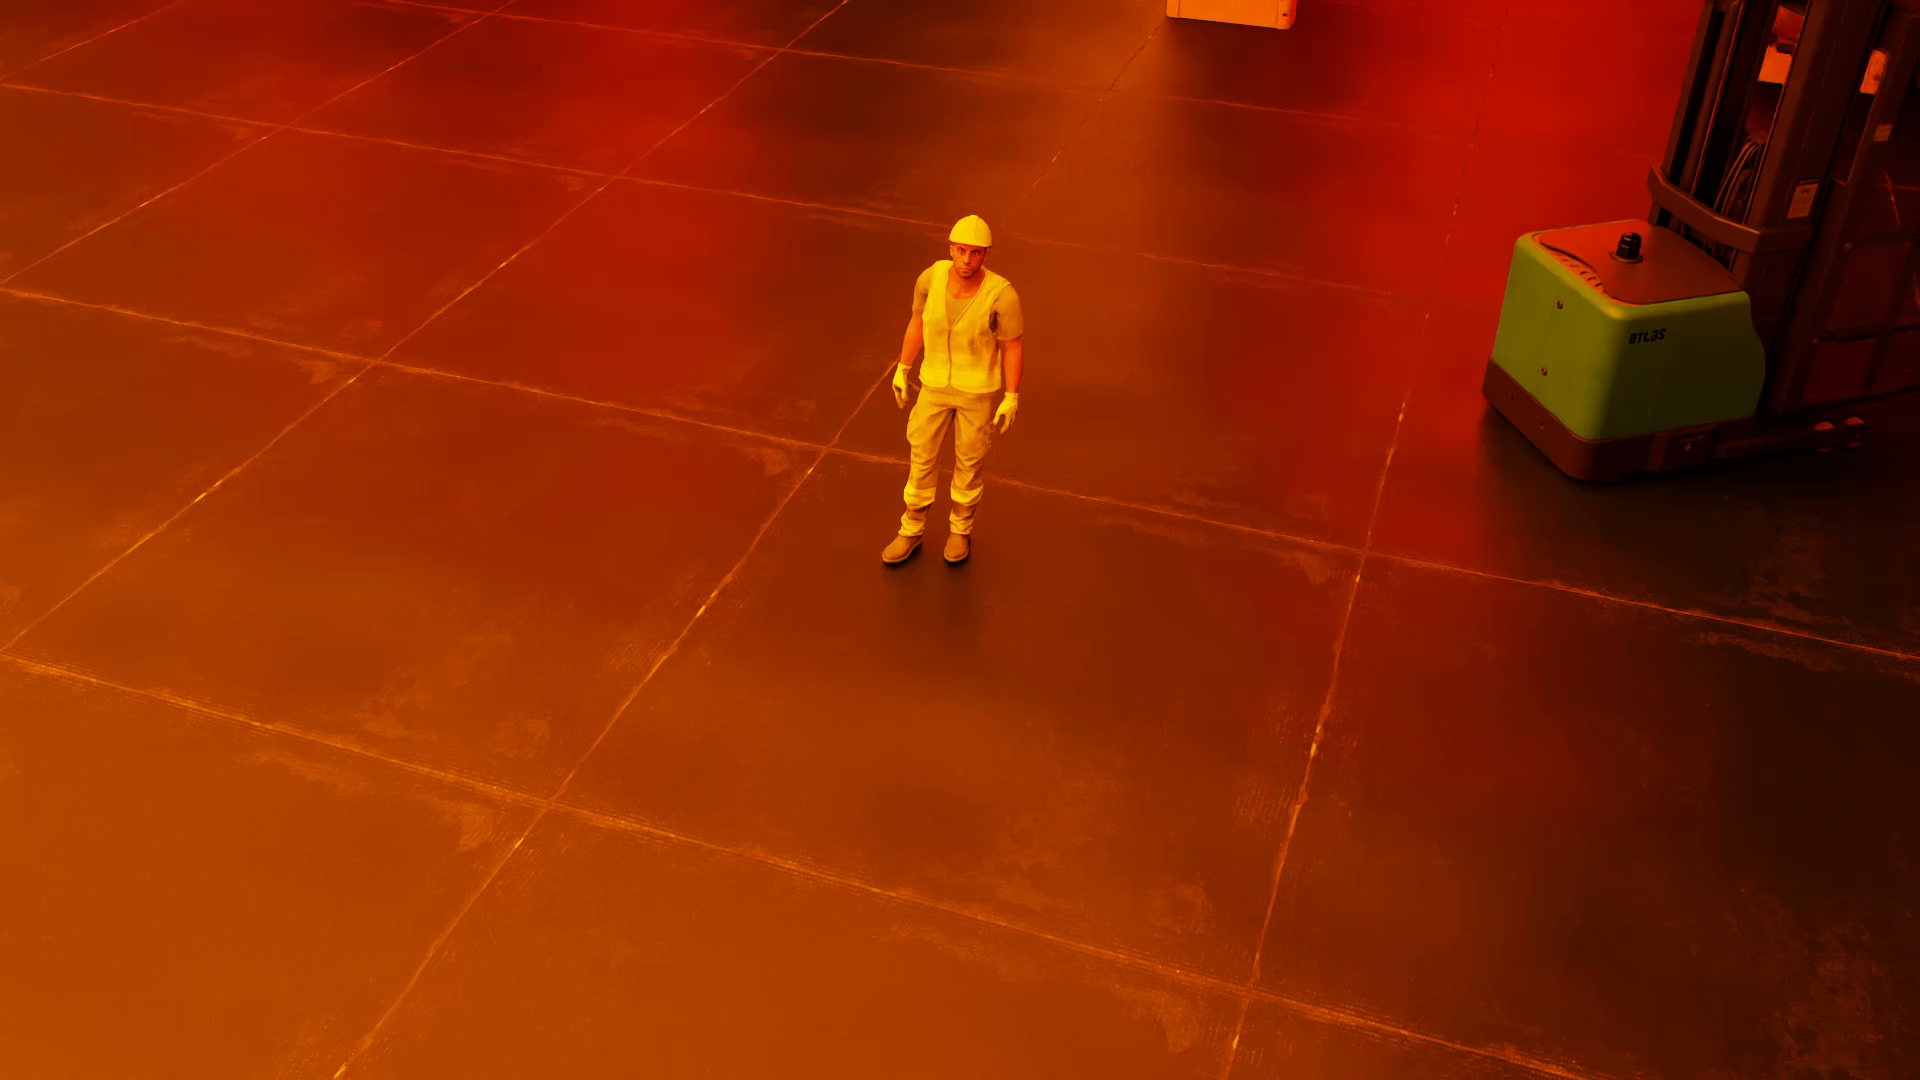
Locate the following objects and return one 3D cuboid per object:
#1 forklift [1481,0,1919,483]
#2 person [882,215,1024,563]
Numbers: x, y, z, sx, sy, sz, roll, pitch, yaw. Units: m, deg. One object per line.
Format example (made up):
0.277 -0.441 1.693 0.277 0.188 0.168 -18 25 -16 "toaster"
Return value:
4.626 -1.975 8.897 3.031 2.935 1.130 -9 36 -13 "forklift"
-0.038 -0.694 8.064 0.637 1.790 0.562 12 37 16 "person"
